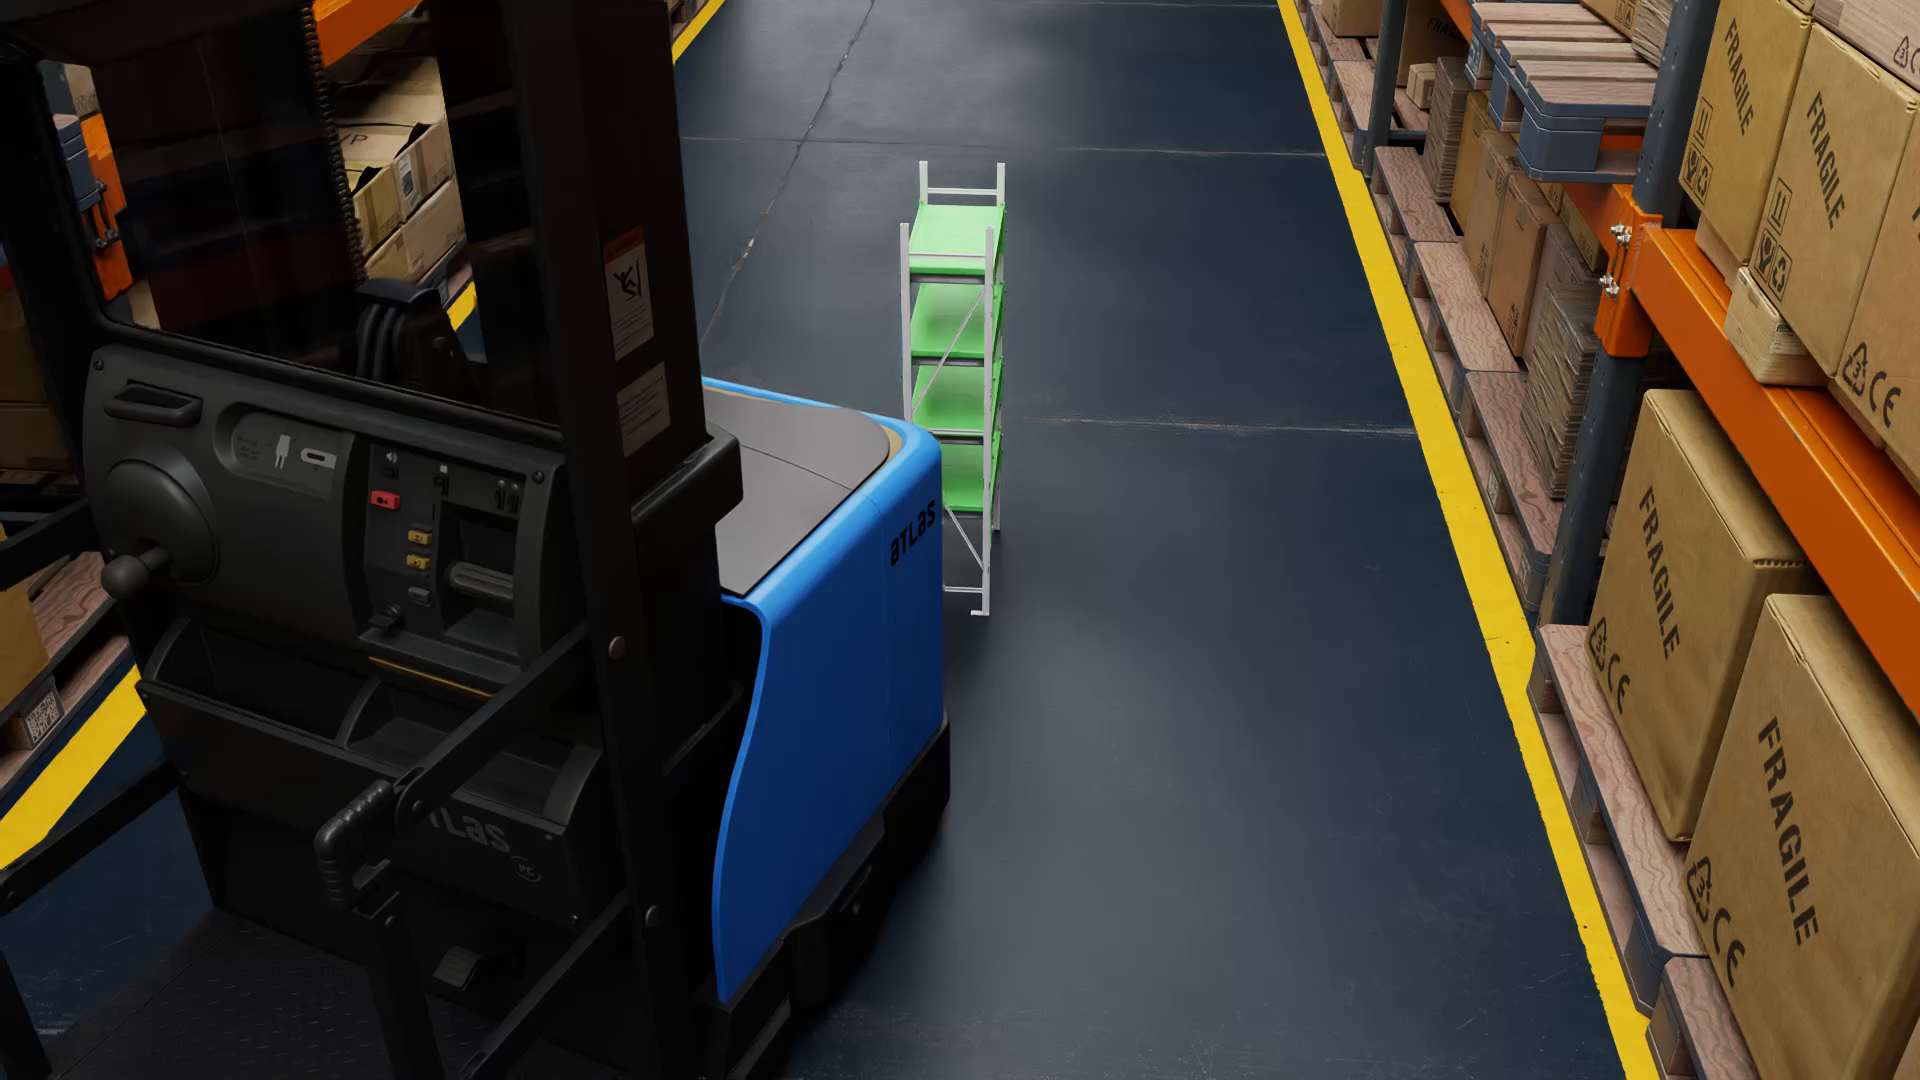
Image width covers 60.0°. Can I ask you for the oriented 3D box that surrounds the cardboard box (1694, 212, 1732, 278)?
[{"bbox_3d":[1.891,-0.686,3.724,0.380,0.149,0.250,2,32,3],"label":"cardboard box"}]

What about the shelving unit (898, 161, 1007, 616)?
[{"bbox_3d":[-0.013,-0.424,4.795,0.258,1.200,0.503,2,32,4],"label":"shelving unit"}]

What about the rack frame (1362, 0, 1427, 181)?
[{"bbox_3d":[2.474,-3.038,7.321,1.000,3.000,0.127,2,32,4],"label":"rack frame"}]

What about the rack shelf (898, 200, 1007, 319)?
[{"bbox_3d":[-0.013,-0.778,4.576,0.258,0.148,0.480,2,32,4],"label":"rack shelf"}]

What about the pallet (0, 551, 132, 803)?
[{"bbox_3d":[-2.888,0.420,4.368,1.003,0.211,1.213,2,32,4],"label":"pallet"}]

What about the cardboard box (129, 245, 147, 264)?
[{"bbox_3d":[-2.419,-0.940,5.601,0.500,0.311,0.500,2,32,3],"label":"cardboard box"}]

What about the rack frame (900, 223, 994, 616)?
[{"bbox_3d":[-0.033,-0.297,4.588,0.240,1.200,0.015,2,32,4],"label":"rack frame"}]

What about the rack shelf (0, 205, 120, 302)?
[{"bbox_3d":[-2.952,0.196,2.759,1.077,0.370,4.000,2,32,4],"label":"rack shelf"}]

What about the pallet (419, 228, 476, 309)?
[{"bbox_3d":[-2.581,-1.034,6.727,1.003,0.211,1.213,2,32,4],"label":"pallet"}]

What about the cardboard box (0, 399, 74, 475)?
[{"bbox_3d":[-2.989,-0.450,5.342,0.500,0.250,0.500,3,32,5],"label":"cardboard box"}]

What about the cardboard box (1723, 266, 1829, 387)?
[{"bbox_3d":[1.756,-0.419,3.291,0.380,0.149,0.250,3,32,5],"label":"cardboard box"}]

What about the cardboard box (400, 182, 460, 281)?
[{"bbox_3d":[-2.335,-1.229,6.605,0.500,0.250,0.500,3,32,5],"label":"cardboard box"}]

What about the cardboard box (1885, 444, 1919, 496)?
[{"bbox_3d":[1.845,-0.146,2.849,0.380,0.149,0.250,3,32,5],"label":"cardboard box"}]

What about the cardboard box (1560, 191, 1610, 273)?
[{"bbox_3d":[2.264,-1.063,5.364,0.500,0.250,0.500,3,32,5],"label":"cardboard box"}]

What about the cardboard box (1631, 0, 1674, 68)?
[{"bbox_3d":[2.177,-1.423,4.185,0.700,0.500,0.500,-1,32,-2],"label":"cardboard box"}]

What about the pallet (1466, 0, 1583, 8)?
[{"bbox_3d":[2.269,-1.902,5.660,1.003,0.211,1.213,2,32,4],"label":"pallet"}]

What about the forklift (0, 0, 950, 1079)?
[{"bbox_3d":[-1.106,0.014,2.434,1.130,2.935,3.031,14,34,21],"label":"forklift"}]

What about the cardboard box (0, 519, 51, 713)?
[{"bbox_3d":[-2.631,0.220,3.998,0.500,0.500,0.500,4,32,6],"label":"cardboard box"}]

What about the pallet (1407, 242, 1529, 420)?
[{"bbox_3d":[2.315,-0.804,6.354,1.003,0.211,1.213,2,32,4],"label":"pallet"}]

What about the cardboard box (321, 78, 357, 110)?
[{"bbox_3d":[-2.832,-1.757,6.928,0.500,0.311,0.500,1,32,2],"label":"cardboard box"}]

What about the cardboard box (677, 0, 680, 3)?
[{"bbox_3d":[-1.955,-3.531,10.341,0.500,0.250,0.500,2,32,4],"label":"cardboard box"}]

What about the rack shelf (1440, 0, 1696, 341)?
[{"bbox_3d":[2.311,-1.686,5.813,1.077,0.370,4.000,2,32,4],"label":"rack shelf"}]

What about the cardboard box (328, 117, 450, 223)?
[{"bbox_3d":[-2.334,-1.475,6.470,0.500,0.311,0.500,2,32,3],"label":"cardboard box"}]

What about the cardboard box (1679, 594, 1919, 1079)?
[{"bbox_3d":[1.880,0.627,3.023,0.750,0.750,0.750,2,32,4],"label":"cardboard box"}]

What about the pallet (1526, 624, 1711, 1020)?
[{"bbox_3d":[2.009,0.650,3.995,1.003,0.211,1.213,2,32,4],"label":"pallet"}]

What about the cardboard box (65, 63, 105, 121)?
[{"bbox_3d":[-2.716,-1.307,4.596,0.500,0.311,0.500,4,32,7],"label":"cardboard box"}]

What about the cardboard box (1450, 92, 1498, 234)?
[{"bbox_3d":[2.439,-1.503,6.794,0.700,0.500,0.500,2,32,3],"label":"cardboard box"}]

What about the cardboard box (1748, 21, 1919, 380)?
[{"bbox_3d":[1.802,-0.608,2.979,0.500,0.500,0.500,3,32,6],"label":"cardboard box"}]

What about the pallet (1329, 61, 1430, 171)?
[{"bbox_3d":[2.493,-2.204,8.625,1.003,0.211,1.213,2,32,4],"label":"pallet"}]

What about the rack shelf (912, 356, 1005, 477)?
[{"bbox_3d":[-0.013,-0.370,4.828,0.258,0.148,0.480,2,32,4],"label":"rack shelf"}]

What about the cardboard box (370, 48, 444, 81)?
[{"bbox_3d":[-2.247,-1.998,7.320,0.500,0.311,0.500,3,32,5],"label":"cardboard box"}]

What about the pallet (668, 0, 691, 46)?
[{"bbox_3d":[-2.260,-3.114,10.102,1.003,0.211,1.213,2,32,4],"label":"pallet"}]

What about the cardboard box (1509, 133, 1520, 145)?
[{"bbox_3d":[2.360,-1.592,6.223,0.500,0.250,0.500,2,32,3],"label":"cardboard box"}]

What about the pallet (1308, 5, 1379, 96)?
[{"bbox_3d":[2.590,-2.843,9.663,1.003,0.211,1.213,2,32,4],"label":"pallet"}]

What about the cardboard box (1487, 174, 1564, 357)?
[{"bbox_3d":[2.325,-0.974,5.934,0.700,0.500,0.500,2,32,4],"label":"cardboard box"}]

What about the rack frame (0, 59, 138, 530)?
[{"bbox_3d":[-2.789,-1.156,4.267,1.000,3.000,0.127,2,32,4],"label":"rack frame"}]

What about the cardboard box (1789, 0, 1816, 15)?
[{"bbox_3d":[1.852,-1.202,3.229,0.500,0.250,0.500,3,32,5],"label":"cardboard box"}]

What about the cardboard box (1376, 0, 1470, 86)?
[{"bbox_3d":[2.519,-2.706,8.745,0.500,0.500,0.500,0,32,0],"label":"cardboard box"}]

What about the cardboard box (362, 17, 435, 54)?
[{"bbox_3d":[-2.745,-2.289,7.792,0.500,0.311,0.500,3,32,4],"label":"cardboard box"}]

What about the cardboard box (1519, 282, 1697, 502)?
[{"bbox_3d":[2.155,-0.448,5.082,0.700,0.500,0.500,3,32,5],"label":"cardboard box"}]

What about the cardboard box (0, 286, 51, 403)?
[{"bbox_3d":[-2.992,-0.688,5.193,0.500,0.311,0.500,3,32,5],"label":"cardboard box"}]
